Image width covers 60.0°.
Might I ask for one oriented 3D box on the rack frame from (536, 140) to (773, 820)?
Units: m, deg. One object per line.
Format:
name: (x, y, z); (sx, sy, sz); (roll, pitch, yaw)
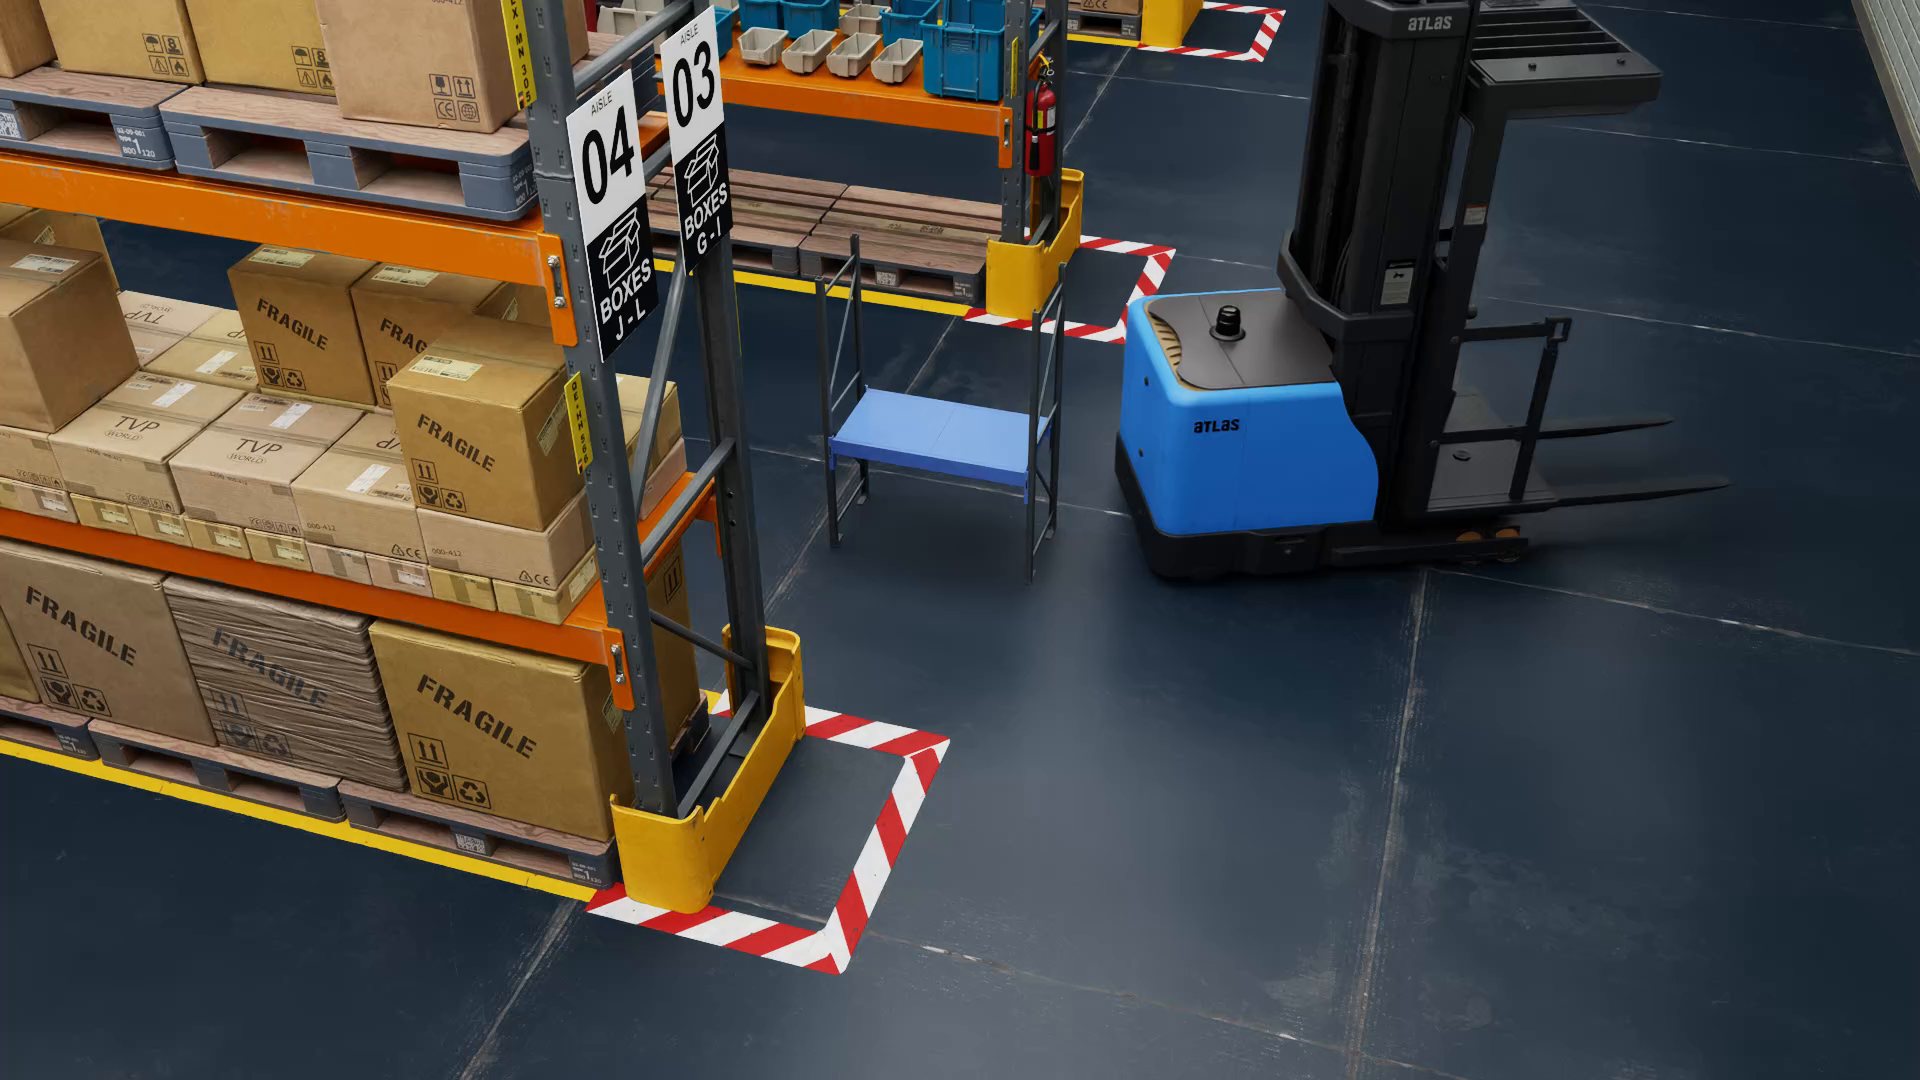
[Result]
rack frame: (-1.020, -0.110, 6.054); (0.127, 3.000, 1.000); (10, 38, 14)

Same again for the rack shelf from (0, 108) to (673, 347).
rack shelf: (-2.929, -1.382, 5.858); (4.000, 0.370, 1.077); (10, 38, 14)

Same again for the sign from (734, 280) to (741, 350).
sign: (-0.849, -0.803, 6.199); (0.005, 0.325, 0.100); (10, 38, 14)

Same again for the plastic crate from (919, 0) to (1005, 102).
plastic crate: (0.081, -2.904, 9.770); (0.499, 0.435, 0.616); (10, 38, 14)

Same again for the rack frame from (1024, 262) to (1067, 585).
rack frame: (0.404, -0.529, 7.889); (0.032, 1.500, 0.500); (10, 38, 14)

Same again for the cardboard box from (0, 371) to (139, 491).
cardboard box: (-3.499, -0.466, 6.413); (0.500, 0.250, 0.500); (11, 38, 15)

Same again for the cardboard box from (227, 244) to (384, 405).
cardboard box: (-2.372, -0.885, 6.351); (0.500, 0.500, 0.500); (10, 37, 13)

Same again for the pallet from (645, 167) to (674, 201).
pallet: (-2.648, -2.388, 11.502); (1.213, 0.211, 1.003); (10, 38, 14)

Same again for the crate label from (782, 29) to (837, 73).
crate label: (-0.921, -2.967, 10.107); (0.243, 0.136, 0.396); (10, 38, 14)

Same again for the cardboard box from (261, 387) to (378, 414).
cardboard box: (-2.375, -0.586, 6.576); (0.500, 0.250, 0.500); (9, 37, 12)

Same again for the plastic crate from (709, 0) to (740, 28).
plastic crate: (-1.610, -3.400, 10.695); (0.466, 0.136, 0.293); (10, 38, 14)

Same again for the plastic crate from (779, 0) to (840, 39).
plastic crate: (-0.938, -3.332, 10.522); (0.300, 0.233, 0.416); (10, 38, 14)

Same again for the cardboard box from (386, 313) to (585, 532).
cardboard box: (-1.564, -0.409, 5.703); (0.500, 0.500, 0.500); (11, 38, 14)

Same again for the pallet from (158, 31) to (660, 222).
pallet: (-1.732, -1.407, 5.361); (1.213, 0.211, 1.003); (10, 38, 14)

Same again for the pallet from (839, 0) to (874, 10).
pallet: (-1.226, -5.176, 15.290); (1.213, 0.211, 1.003); (10, 38, 14)

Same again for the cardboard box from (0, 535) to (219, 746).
cardboard box: (-3.373, 0.191, 7.084); (0.875, 0.875, 0.875); (10, 38, 14)

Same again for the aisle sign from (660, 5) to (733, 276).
aisle sign: (-0.862, -1.314, 5.497); (0.004, 0.787, 0.394); (10, 38, 14)

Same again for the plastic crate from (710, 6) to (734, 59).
plastic crate: (-1.580, -3.087, 10.189); (0.300, 0.233, 0.416); (10, 38, 14)

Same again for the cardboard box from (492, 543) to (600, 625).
cardboard box: (-1.458, 0.115, 5.961); (0.250, 0.149, 0.380); (11, 38, 15)

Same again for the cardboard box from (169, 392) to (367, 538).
cardboard box: (-2.532, -0.285, 6.167); (0.500, 0.250, 0.500); (9, 37, 12)

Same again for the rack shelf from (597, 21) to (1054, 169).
rack shelf: (-1.452, -2.976, 10.555); (4.000, 0.370, 1.077); (10, 38, 14)

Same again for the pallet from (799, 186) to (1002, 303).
pallet: (-0.319, -1.957, 10.916); (1.213, 0.211, 1.003); (10, 38, 14)

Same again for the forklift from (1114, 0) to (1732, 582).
forklift: (2.378, -1.362, 7.813); (3.031, 2.935, 1.130); (-5, 37, -6)

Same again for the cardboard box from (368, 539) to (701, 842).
cardboard box: (-1.655, 0.509, 6.651); (0.875, 0.875, 0.875); (10, 38, 14)

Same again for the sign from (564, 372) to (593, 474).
sign: (-1.195, -0.367, 5.227); (0.005, 0.325, 0.100); (10, 38, 14)

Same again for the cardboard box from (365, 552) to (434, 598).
cardboard box: (-1.948, 0.024, 6.083); (0.250, 0.149, 0.380); (11, 38, 14)

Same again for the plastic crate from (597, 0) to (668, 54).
plastic crate: (-1.959, -3.222, 10.331); (0.530, 0.282, 0.437); (10, 38, 14)

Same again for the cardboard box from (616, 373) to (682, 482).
cardboard box: (-1.398, -0.407, 6.333); (0.500, 0.250, 0.500); (10, 37, 13)

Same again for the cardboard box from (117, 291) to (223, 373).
cardboard box: (-3.357, -0.767, 6.822); (0.500, 0.250, 0.500); (11, 38, 15)

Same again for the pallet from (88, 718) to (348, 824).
pallet: (-2.968, 0.699, 7.307); (1.213, 0.211, 1.003); (10, 38, 14)

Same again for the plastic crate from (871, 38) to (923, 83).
plastic crate: (-0.376, -2.872, 9.978); (0.243, 0.136, 0.396); (10, 38, 14)

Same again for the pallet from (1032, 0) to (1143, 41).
pallet: (1.103, -4.745, 14.704); (1.213, 0.211, 1.003); (10, 38, 14)

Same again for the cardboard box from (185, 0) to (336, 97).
cardboard box: (-2.034, -1.797, 5.292); (0.500, 0.500, 0.700); (9, 37, 12)

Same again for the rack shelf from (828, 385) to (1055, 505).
rack shelf: (-0.081, -0.474, 8.118); (1.000, 0.185, 0.538); (10, 38, 14)

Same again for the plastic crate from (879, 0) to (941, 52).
plastic crate: (-0.309, -3.215, 10.364); (0.300, 0.233, 0.416); (10, 38, 14)

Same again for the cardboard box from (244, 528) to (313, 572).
cardboard box: (-2.434, -0.065, 6.205); (0.250, 0.149, 0.380); (10, 37, 13)

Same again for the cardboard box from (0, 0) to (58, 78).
cardboard box: (-3.105, -1.900, 5.433); (0.500, 0.500, 0.700); (12, 38, 16)

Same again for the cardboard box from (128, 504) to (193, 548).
cardboard box: (-2.917, -0.156, 6.328); (0.250, 0.149, 0.380); (11, 38, 15)

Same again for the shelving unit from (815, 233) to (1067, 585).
shelving unit: (-0.081, -0.619, 8.011); (1.048, 1.500, 0.538); (10, 38, 14)

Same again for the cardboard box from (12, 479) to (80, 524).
cardboard box: (-3.418, -0.246, 6.451); (0.250, 0.149, 0.380); (11, 38, 14)

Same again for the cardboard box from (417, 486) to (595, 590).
cardboard box: (-1.562, -0.105, 5.923); (0.500, 0.250, 0.500); (10, 38, 13)

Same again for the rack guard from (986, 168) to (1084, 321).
rack guard: (0.483, -1.909, 10.607); (0.348, 0.500, 1.175); (10, 38, 14)

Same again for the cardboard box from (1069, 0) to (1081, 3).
cardboard box: (0.985, -4.830, 14.485); (0.250, 0.166, 0.380); (10, 38, 14)
